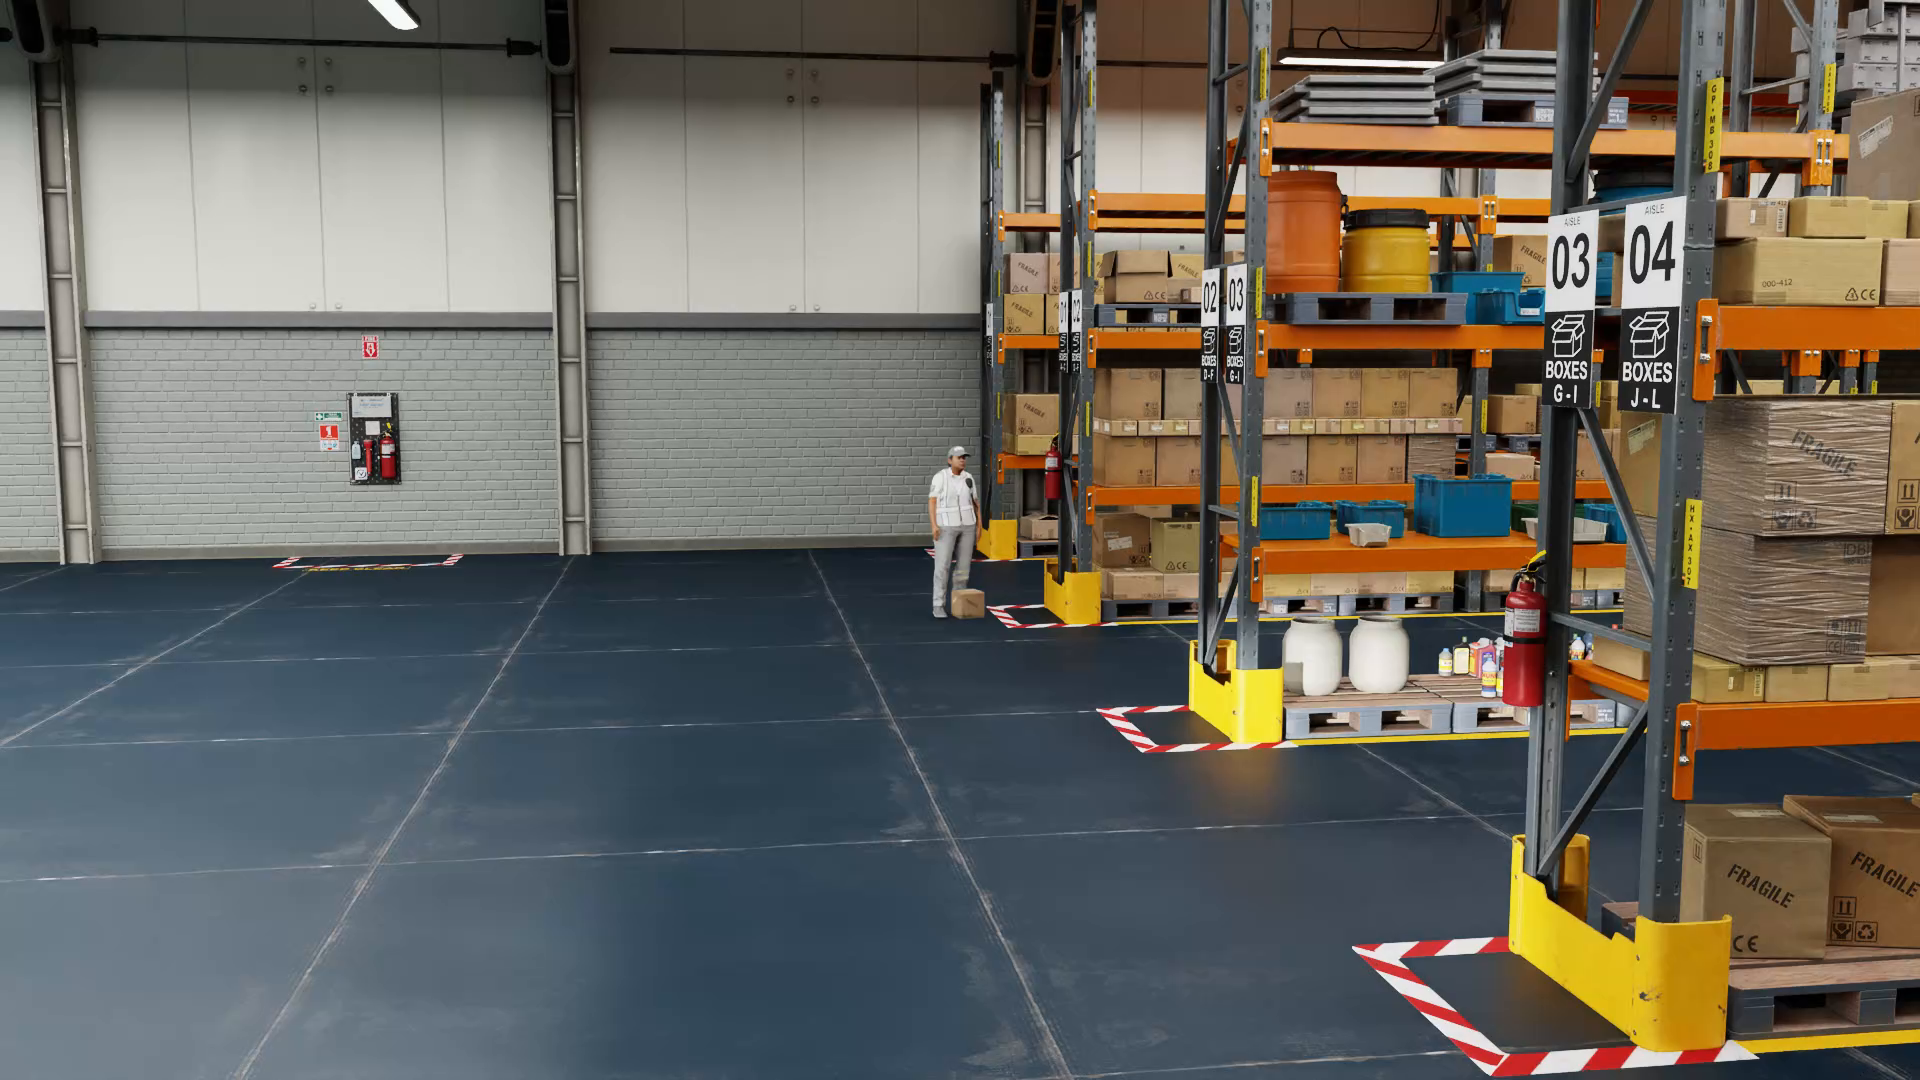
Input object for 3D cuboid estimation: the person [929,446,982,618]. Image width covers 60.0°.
[{"bbox_3d":[-0.036,-0.093,16.545,0.593,1.669,0.529,-3,7,-22],"label":"person"}]
